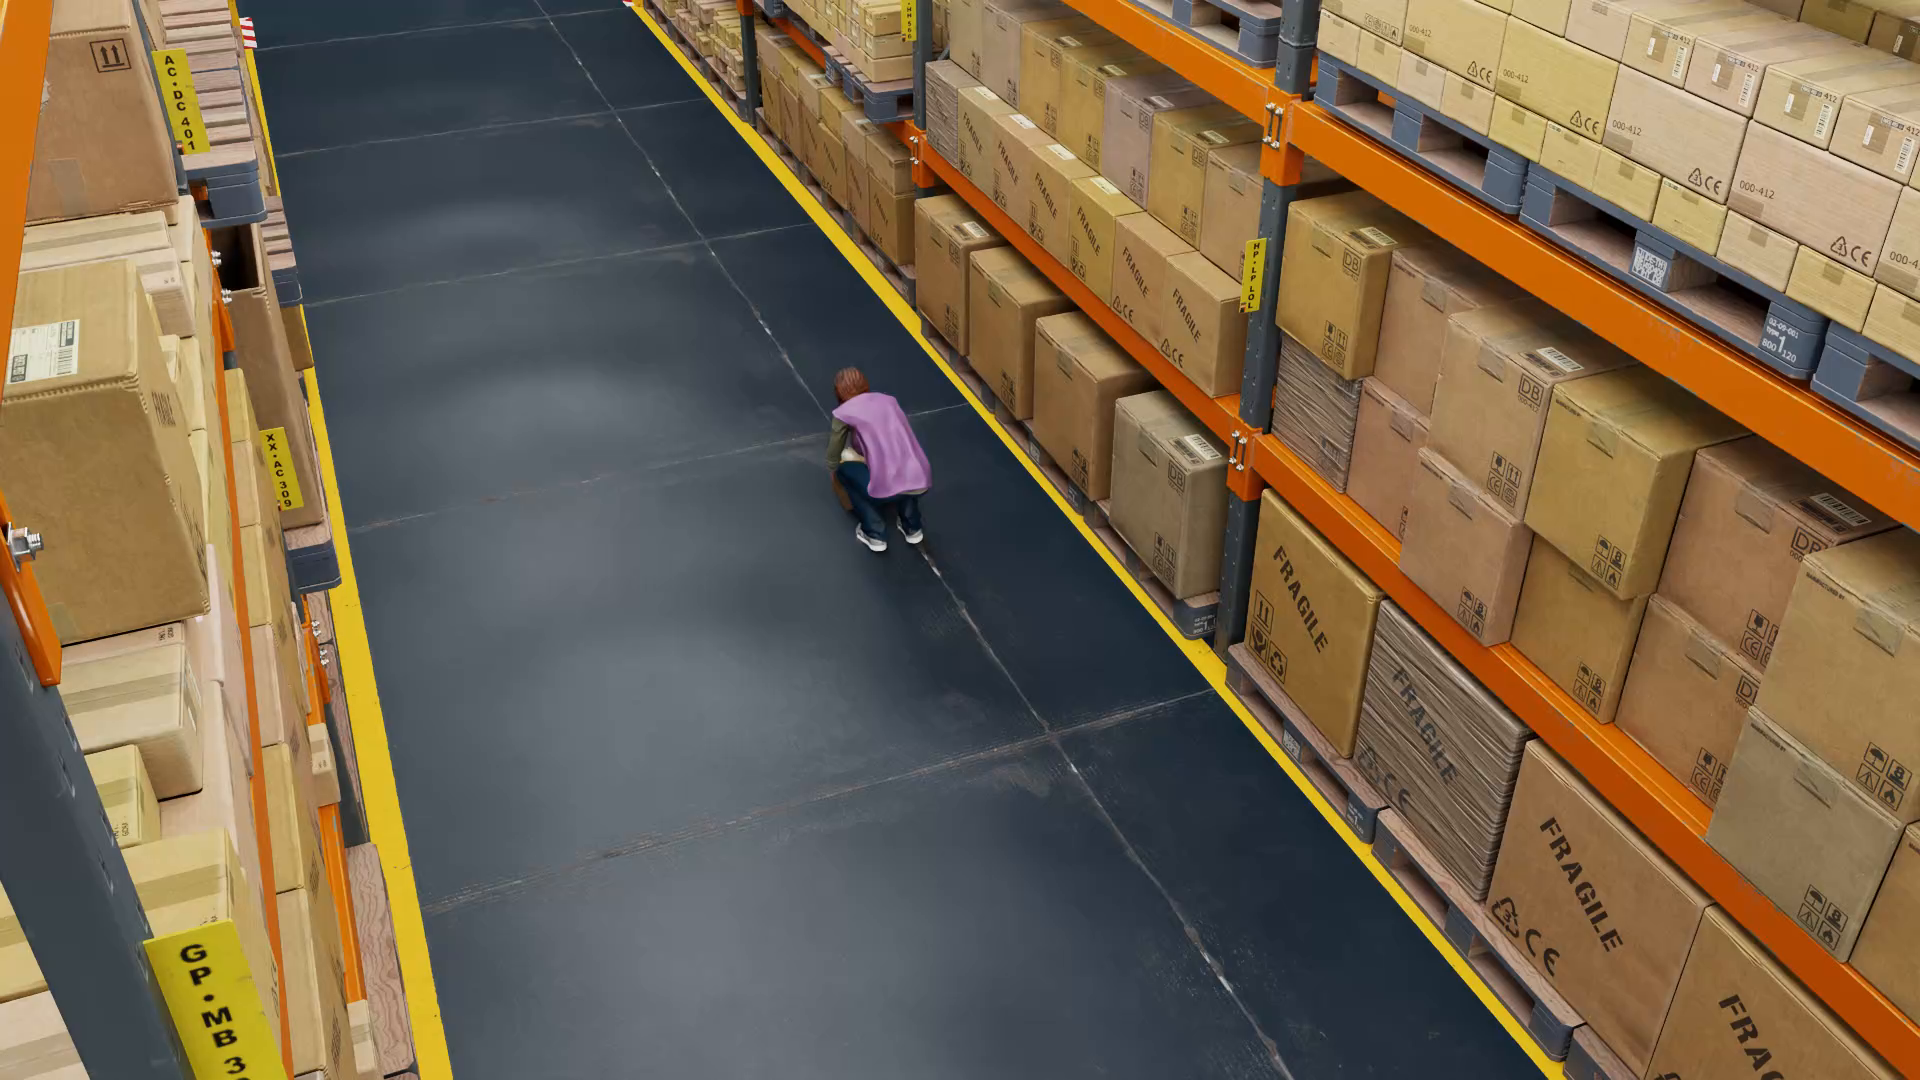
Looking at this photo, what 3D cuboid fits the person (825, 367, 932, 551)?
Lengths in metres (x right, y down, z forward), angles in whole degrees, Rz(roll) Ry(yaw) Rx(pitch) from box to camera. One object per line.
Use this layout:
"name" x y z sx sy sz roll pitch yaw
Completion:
"person" -0.433 -0.409 8.828 0.442 0.829 0.801 -13 36 -19
